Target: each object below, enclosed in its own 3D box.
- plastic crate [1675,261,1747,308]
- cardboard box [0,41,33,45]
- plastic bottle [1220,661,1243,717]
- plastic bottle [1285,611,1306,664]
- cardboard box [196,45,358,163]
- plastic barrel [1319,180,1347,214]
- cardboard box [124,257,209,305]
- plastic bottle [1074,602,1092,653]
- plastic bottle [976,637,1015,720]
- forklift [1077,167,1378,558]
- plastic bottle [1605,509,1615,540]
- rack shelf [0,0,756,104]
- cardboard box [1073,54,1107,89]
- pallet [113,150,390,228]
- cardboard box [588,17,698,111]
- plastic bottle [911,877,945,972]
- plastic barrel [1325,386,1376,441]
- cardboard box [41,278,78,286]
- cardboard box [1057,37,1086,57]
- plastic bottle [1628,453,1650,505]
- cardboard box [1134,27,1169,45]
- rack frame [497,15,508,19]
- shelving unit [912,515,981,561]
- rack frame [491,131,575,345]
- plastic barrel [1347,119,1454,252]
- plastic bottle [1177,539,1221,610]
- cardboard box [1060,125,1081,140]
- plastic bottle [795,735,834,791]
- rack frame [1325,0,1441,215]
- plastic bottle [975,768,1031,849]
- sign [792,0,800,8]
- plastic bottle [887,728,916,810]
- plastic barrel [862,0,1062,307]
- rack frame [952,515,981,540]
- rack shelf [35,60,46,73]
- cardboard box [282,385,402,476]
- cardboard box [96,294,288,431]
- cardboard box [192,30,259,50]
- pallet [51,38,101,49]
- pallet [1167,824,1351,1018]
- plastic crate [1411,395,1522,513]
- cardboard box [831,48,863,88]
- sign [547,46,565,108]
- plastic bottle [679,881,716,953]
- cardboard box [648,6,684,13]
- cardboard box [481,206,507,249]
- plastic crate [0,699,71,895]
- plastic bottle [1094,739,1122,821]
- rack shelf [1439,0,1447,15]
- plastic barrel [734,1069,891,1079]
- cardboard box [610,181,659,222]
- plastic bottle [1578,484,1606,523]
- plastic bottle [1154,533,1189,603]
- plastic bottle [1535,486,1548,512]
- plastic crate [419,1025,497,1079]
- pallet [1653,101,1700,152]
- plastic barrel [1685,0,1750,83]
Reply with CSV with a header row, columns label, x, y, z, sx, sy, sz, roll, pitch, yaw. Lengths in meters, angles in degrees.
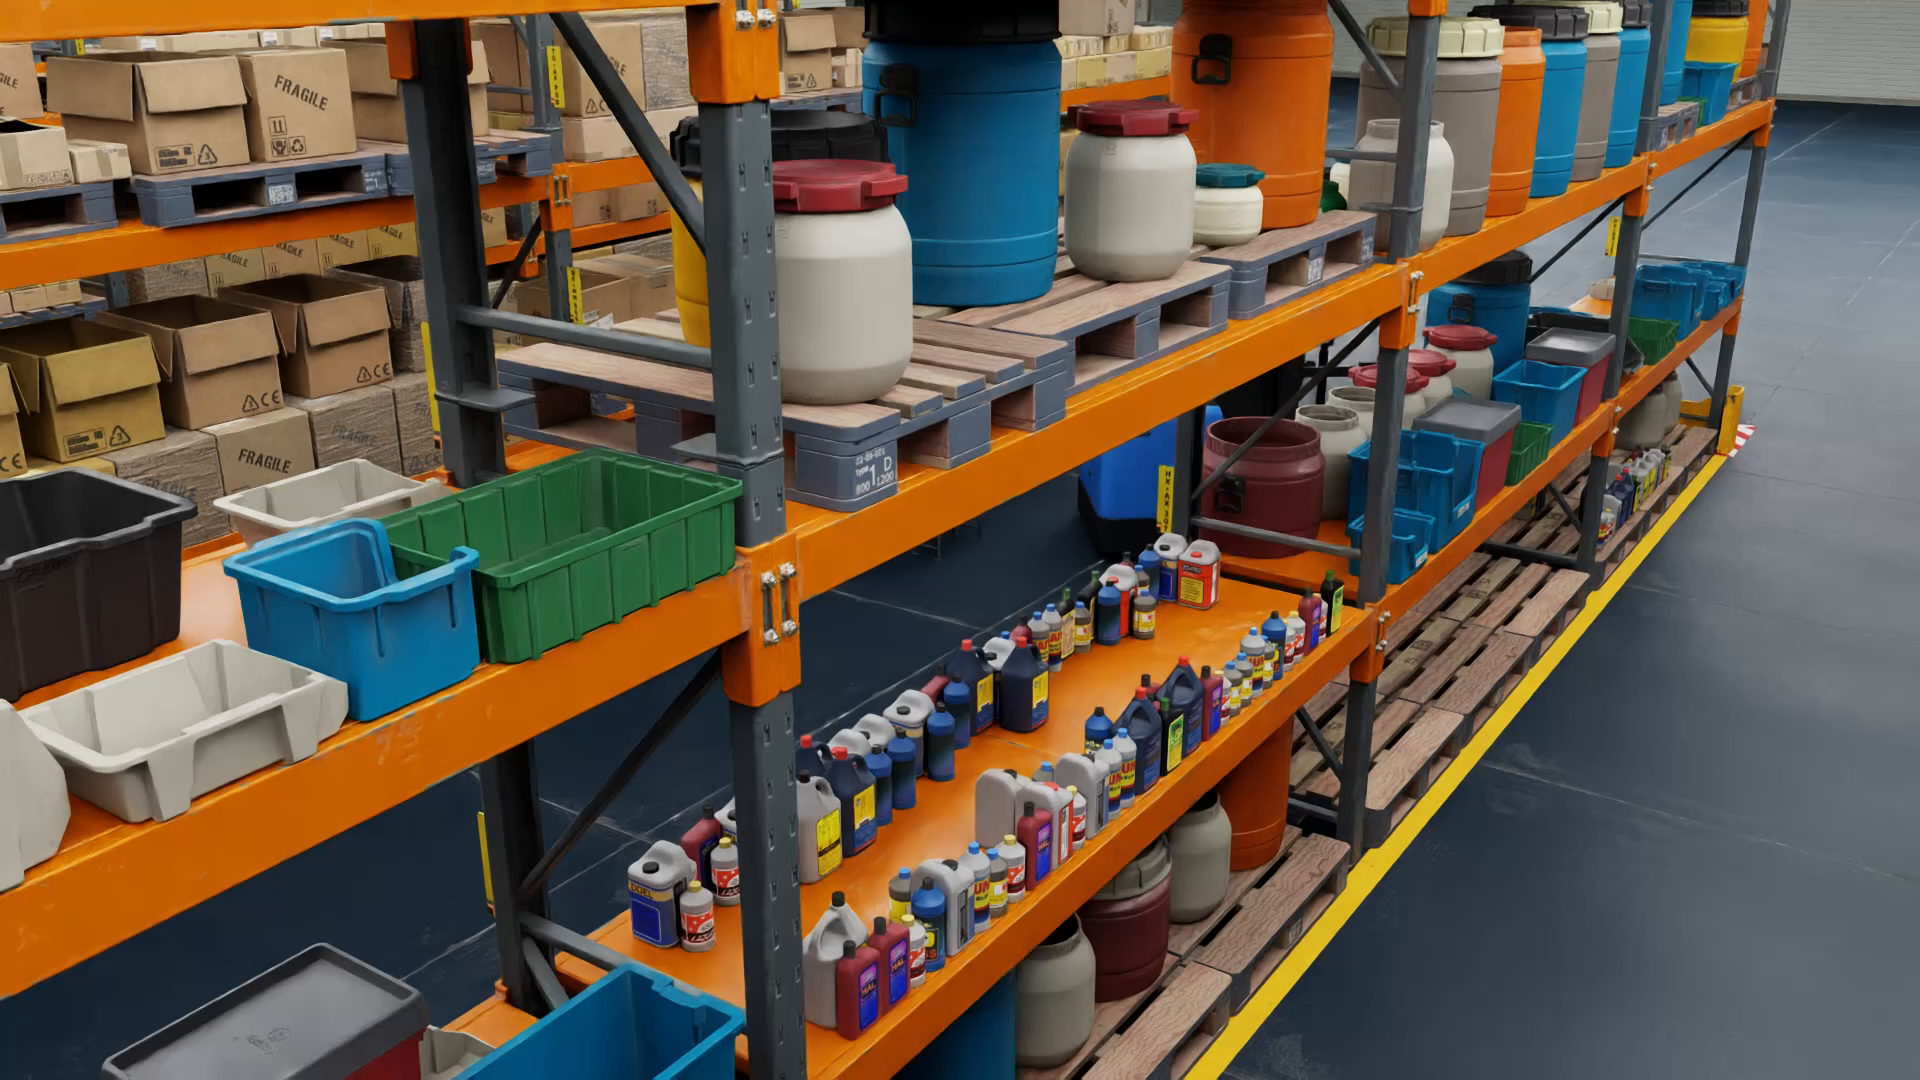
label,x,y,z,sx,sy,sz,roll,pitch,yaw
plastic crate,5.884,-2.026,13.134,0.499,0.251,0.616,13,24,32
cardboard box,-6.733,-3.611,11.632,0.396,0.266,0.258,13,24,32
plastic bottle,1.008,0.553,6.233,0.097,0.201,0.097,0,20,0
plastic bottle,1.336,0.385,6.686,0.097,0.201,0.097,0,20,0
cardboard box,-3.371,-2.166,8.223,0.500,0.500,0.500,15,25,35
plastic barrel,1.517,-1.418,7.174,0.294,0.245,0.294,0,20,0
cardboard box,-6.245,-2.088,12.942,0.500,0.500,0.500,14,24,32
plastic bottle,0.487,0.350,6.780,0.097,0.201,0.097,0,20,0
plastic bottle,0.131,0.514,6.229,0.152,0.276,0.135,13,24,32
forklift,2.405,-1.441,11.435,3.031,2.935,1.130,-2,20,-4
plastic bottle,4.325,-0.109,11.134,0.097,0.201,0.097,0,20,0
rack shelf,-1.952,-0.570,1.948,1.077,0.370,4.000,13,24,32
cardboard box,0.909,-3.978,14.089,0.500,0.250,0.500,13,24,31
pallet,-3.620,-1.770,8.176,1.003,0.211,1.213,15,25,34
cardboard box,-1.910,-2.886,10.056,0.500,0.500,0.500,13,24,32
plastic bottle,-0.089,1.080,4.706,0.097,0.271,0.097,0,20,0
plastic barrel,2.059,-0.513,8.667,0.421,0.512,0.421,0,20,0
cardboard box,-6.622,-1.953,12.049,0.380,0.149,0.250,14,24,33
cardboard box,0.829,-4.135,13.938,0.380,0.149,0.250,14,24,33
plastic bottle,4.811,-0.441,11.818,0.144,0.351,0.185,13,24,31
cardboard box,1.680,-4.595,15.182,0.380,0.149,0.250,12,24,30
rack frame,-4.472,-5.926,14.816,1.000,3.000,0.127,13,24,32
shelving unit,-0.093,-0.515,11.428,0.258,1.200,0.503,13,24,32
rack frame,-2.676,-0.969,10.060,1.000,3.000,0.127,13,24,32
plastic barrel,1.849,-1.491,6.988,0.421,0.512,0.421,0,20,0
plastic bottle,1.036,0.146,7.225,0.152,0.276,0.135,13,24,32
cardboard box,0.869,-3.284,14.305,0.500,0.500,0.500,13,24,32
plastic bottle,-0.478,0.787,5.384,0.144,0.351,0.185,13,24,32
rack frame,1.421,-2.816,6.408,1.000,3.000,0.127,13,24,32
plastic bottle,0.142,0.849,5.324,0.152,0.276,0.135,13,24,32
sign,-1.783,-5.936,18.002,0.100,0.325,0.005,13,24,32
plastic bottle,-0.195,0.760,5.572,0.097,0.271,0.097,0,20,0
plastic barrel,0.005,-1.214,5.070,0.600,0.901,0.708,13,24,32
rack frame,0.044,-0.585,11.618,0.240,1.200,0.015,13,24,32
rack shelf,-9.747,-4.545,16.441,1.077,0.370,4.000,13,24,32
cardboard box,-3.322,-0.534,8.741,0.500,0.500,0.500,12,24,30
cardboard box,-3.840,-0.899,8.283,0.797,0.503,0.637,14,25,34
cardboard box,-5.850,-3.854,13.003,0.500,0.250,0.500,14,25,33
pallet,-9.058,-5.211,17.477,1.213,0.211,1.003,13,24,32
pallet,1.012,1.539,7.299,1.003,0.211,1.213,13,24,32
plastic crate,2.582,-0.437,8.530,0.402,0.464,0.583,13,24,32
cardboard box,-0.873,-3.368,11.811,0.396,0.266,0.258,14,25,34
sign,-2.221,-2.545,9.137,0.100,0.325,0.005,13,24,32
plastic bottle,-0.760,1.081,4.805,0.097,0.201,0.097,0,20,0
cardboard box,-3.116,-5.354,16.629,0.500,0.250,0.500,14,24,32
cardboard box,-4.545,-2.958,15.293,0.500,0.500,0.500,13,24,32
plastic crate,-1.575,0.366,2.300,0.437,0.282,0.530,13,24,32
plastic bottle,0.486,0.787,5.500,0.097,0.271,0.097,0,20,0
rack shelf,2.545,-2.865,8.154,1.077,0.370,4.000,13,24,32
plastic barrel,-0.508,1.779,5.050,0.600,0.901,0.708,13,24,32
cardboard box,-3.583,-3.585,16.918,0.875,0.550,0.550,13,24,32
plastic bottle,4.347,-0.293,11.418,0.144,0.351,0.185,13,24,32
plastic bottle,0.910,0.116,7.305,0.152,0.276,0.135,13,24,32
plastic bottle,4.037,-0.354,11.689,0.152,0.276,0.135,13,24,32
plastic crate,-1.208,1.346,4.096,0.396,0.136,0.243,13,24,32
pallet,3.994,-2.695,10.675,1.213,0.211,1.003,13,24,32
plastic barrel,5.382,-3.638,12.077,0.600,0.588,0.600,0,20,0
